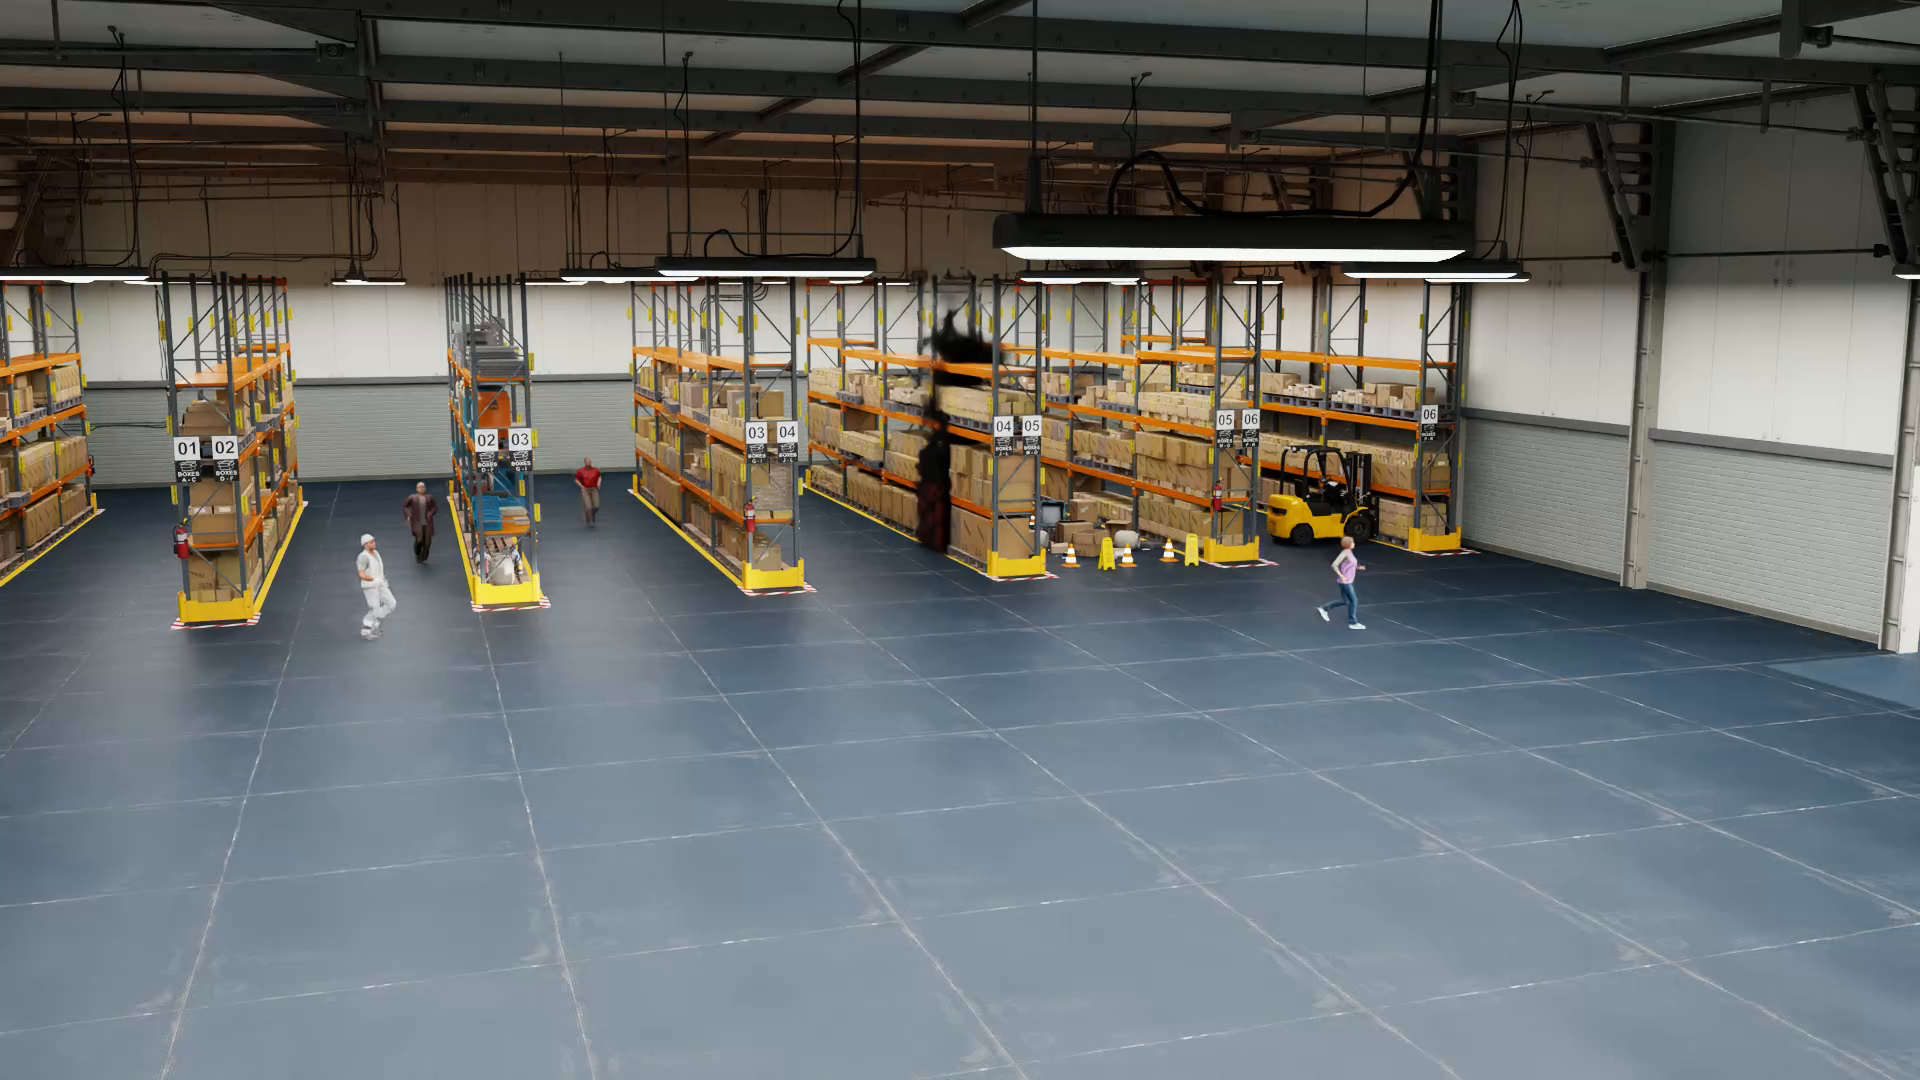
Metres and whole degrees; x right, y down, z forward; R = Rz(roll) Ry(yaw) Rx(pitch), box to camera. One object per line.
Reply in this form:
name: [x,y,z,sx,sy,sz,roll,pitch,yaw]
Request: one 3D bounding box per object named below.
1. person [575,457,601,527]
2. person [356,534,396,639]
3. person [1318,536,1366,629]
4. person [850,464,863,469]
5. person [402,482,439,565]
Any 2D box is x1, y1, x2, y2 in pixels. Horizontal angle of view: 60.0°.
person: [-8.938,-1.154,40.120,0.640,1.679,0.596,-4,9,-24]
person: [-9.575,0.759,27.246,0.585,1.739,0.673,2,9,11]
person: [6.462,0.711,28.077,0.804,1.575,0.538,3,9,21]
person: [-3.078,-2.702,50.120,0.838,1.797,0.689,-4,9,-23]
person: [-11.128,-0.326,34.410,0.685,1.737,0.655,-4,10,-27]
